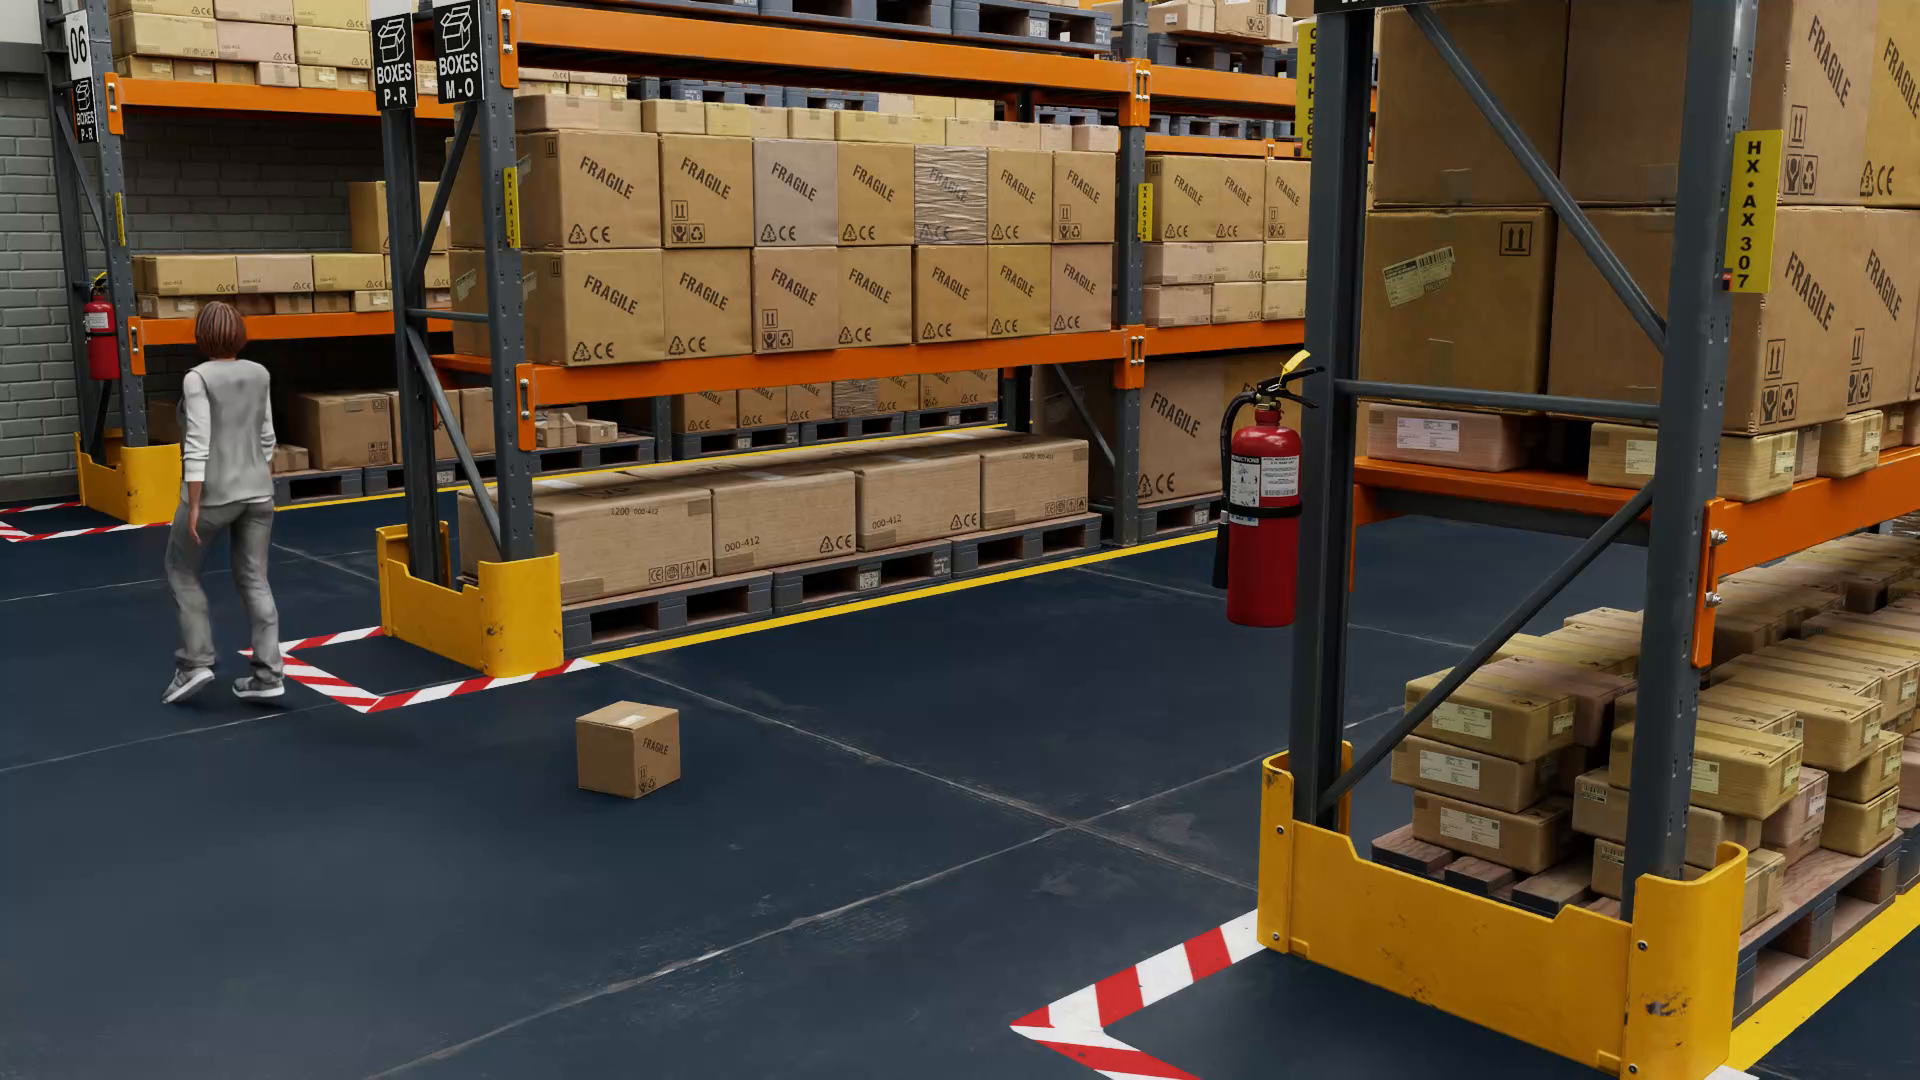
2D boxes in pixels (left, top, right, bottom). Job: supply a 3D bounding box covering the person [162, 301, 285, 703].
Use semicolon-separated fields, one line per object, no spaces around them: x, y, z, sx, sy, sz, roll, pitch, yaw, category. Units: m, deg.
-2.923;-0.130;6.642;0.550;1.638;0.452;7;13;33;person
